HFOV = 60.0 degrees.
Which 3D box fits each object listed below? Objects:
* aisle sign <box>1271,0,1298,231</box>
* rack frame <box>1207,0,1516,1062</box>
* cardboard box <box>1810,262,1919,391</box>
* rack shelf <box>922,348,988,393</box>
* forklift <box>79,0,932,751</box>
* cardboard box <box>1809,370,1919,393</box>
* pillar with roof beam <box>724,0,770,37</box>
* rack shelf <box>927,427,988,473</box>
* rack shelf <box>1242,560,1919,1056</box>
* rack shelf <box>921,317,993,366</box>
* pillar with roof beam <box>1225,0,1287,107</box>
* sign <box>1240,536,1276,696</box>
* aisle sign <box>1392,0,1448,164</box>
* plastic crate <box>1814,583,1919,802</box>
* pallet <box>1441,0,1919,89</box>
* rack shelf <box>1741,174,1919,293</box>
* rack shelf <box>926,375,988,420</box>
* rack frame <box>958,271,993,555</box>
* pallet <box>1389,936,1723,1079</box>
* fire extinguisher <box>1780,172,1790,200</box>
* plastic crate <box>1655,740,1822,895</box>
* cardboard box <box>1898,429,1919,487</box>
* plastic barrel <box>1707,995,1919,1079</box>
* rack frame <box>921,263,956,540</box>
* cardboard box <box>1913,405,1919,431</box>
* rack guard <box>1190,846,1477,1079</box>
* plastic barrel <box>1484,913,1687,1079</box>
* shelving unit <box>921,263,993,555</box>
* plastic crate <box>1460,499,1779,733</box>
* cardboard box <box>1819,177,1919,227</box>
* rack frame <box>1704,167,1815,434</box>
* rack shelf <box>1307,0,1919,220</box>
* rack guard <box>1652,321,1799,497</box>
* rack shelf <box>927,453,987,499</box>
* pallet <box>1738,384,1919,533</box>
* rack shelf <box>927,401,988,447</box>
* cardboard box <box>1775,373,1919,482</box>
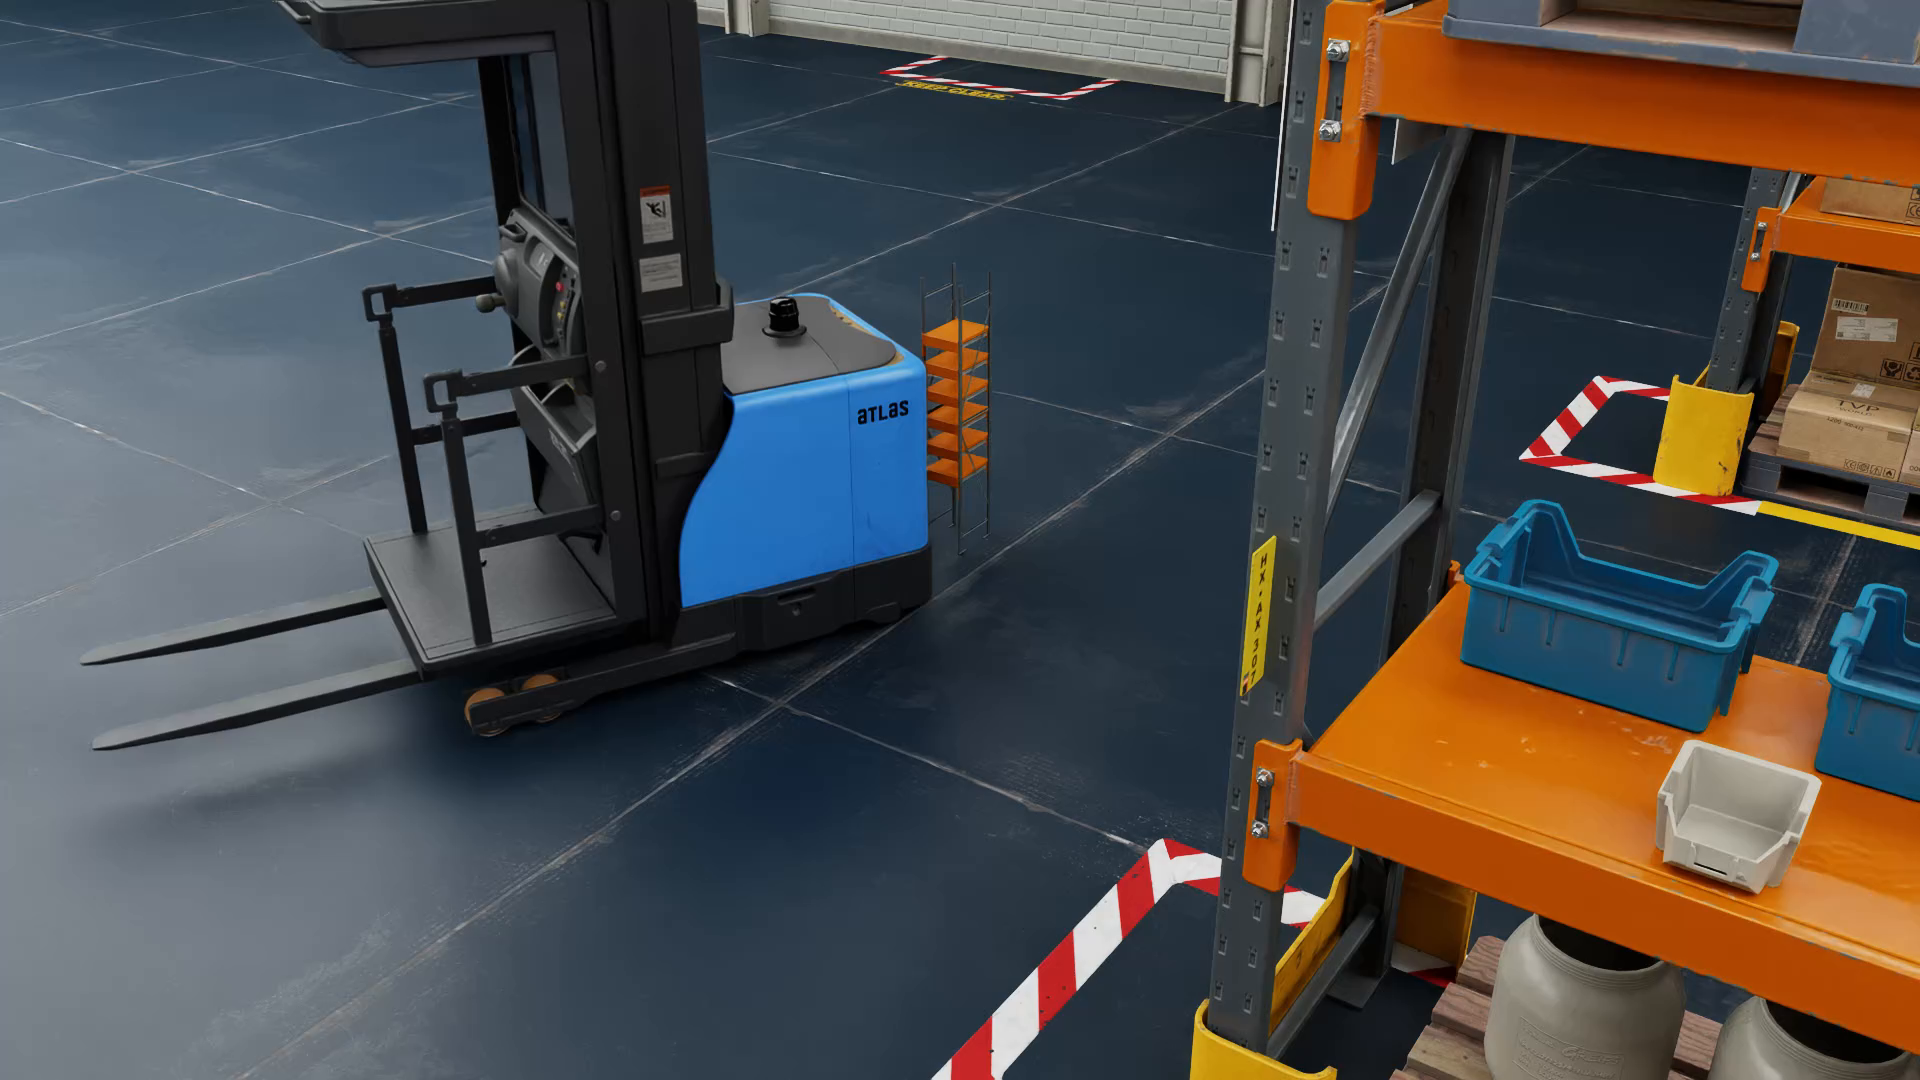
[{"bbox_3d":[0.687,-0.994,3.031,0.004,0.787,0.394,17,32,30],"label":"aisle sign"},{"bbox_3d":[0.913,0.073,3.799,0.127,3.000,1.000,17,32,30],"label":"rack frame"},{"bbox_3d":[4.331,-1.047,7.743,0.500,0.500,0.500,17,32,30],"label":"cardboard box"},{"bbox_3d":[-0.012,-0.713,6.896,0.180,0.103,0.258,17,32,30],"label":"rack shelf"},{"bbox_3d":[-1.655,-0.886,5.758,3.031,2.935,1.130,-14,30,-25],"label":"forklift"},{"bbox_3d":[4.329,-0.712,7.911,0.500,0.250,0.500,17,32,30],"label":"cardboard box"},{"bbox_3d":[-4.740,-7.920,12.891,0.400,9.000,9.100,17,32,30],"label":"pillar with roof beam"},{"bbox_3d":[-0.012,-0.392,7.060,0.180,0.103,0.258,17,32,30],"label":"rack shelf"},{"bbox_3d":[2.561,0.907,2.953,4.000,0.370,1.077,17,32,30],"label":"rack shelf"},{"bbox_3d":[-0.012,-0.820,6.842,0.180,0.103,0.258,17,32,30],"label":"rack shelf"},{"bbox_3d":[0.205,-6.379,9.864,0.400,9.000,9.100,17,32,30],"label":"pillar with roof beam"},{"bbox_3d":[0.598,0.154,3.335,0.005,0.325,0.100,17,32,30],"label":"sign"},{"bbox_3d":[1.021,-1.215,3.464,0.004,0.787,0.394,17,32,30],"label":"aisle sign"},{"bbox_3d":[2.027,0.325,3.468,0.408,0.251,0.499,17,32,30],"label":"plastic crate"},{"bbox_3d":[1.539,-0.931,2.672,1.213,0.211,1.003,17,32,30],"label":"pallet"},{"bbox_3d":[5.369,-0.944,6.590,4.000,0.370,1.077,17,32,30],"label":"rack shelf"},{"bbox_3d":[-0.012,-0.606,6.951,0.180,0.103,0.258,17,32,30],"label":"rack shelf"},{"bbox_3d":[0.063,-0.515,6.939,0.006,1.200,0.240,17,32,30],"label":"rack frame"},{"bbox_3d":[1.668,1.528,4.014,1.213,0.211,1.003,17,32,30],"label":"pallet"},{"bbox_3d":[3.886,-1.947,7.855,0.183,0.674,0.296,17,32,30],"label":"fire extinguisher"},{"bbox_3d":[1.468,0.541,3.171,0.250,0.136,0.298,17,32,30],"label":"plastic crate"},{"bbox_3d":[4.450,-0.392,7.281,0.500,0.250,0.500,17,32,30],"label":"cardboard box"},{"bbox_3d":[1.911,1.264,3.739,0.421,0.512,0.421,0,27,0],"label":"plastic barrel"},{"bbox_3d":[-0.087,-0.562,7.031,0.006,1.200,0.240,17,32,30],"label":"rack frame"},{"bbox_3d":[4.449,-0.725,7.110,0.500,0.500,0.500,17,32,30],"label":"cardboard box"},{"bbox_3d":[1.002,1.189,4.362,0.348,0.500,1.175,17,32,30],"label":"rack guard"},{"bbox_3d":[1.498,1.135,3.992,0.421,0.512,0.421,0,27,0],"label":"plastic barrel"},{"bbox_3d":[-0.012,-0.538,6.985,0.189,1.200,0.258,17,32,30],"label":"shelving unit"},{"bbox_3d":[1.495,0.156,3.800,0.616,0.251,0.499,17,32,30],"label":"plastic crate"},{"bbox_3d":[4.098,-1.698,7.169,0.500,0.500,0.700,17,32,30],"label":"cardboard box"},{"bbox_3d":[3.720,-1.778,7.436,0.127,3.000,1.000,17,32,30],"label":"rack frame"},{"bbox_3d":[2.561,-0.430,2.273,4.000,0.370,1.077,17,32,30],"label":"rack shelf"},{"bbox_3d":[3.700,-0.670,8.015,0.348,0.500,1.175,17,32,30],"label":"rack guard"},{"bbox_3d":[-0.012,-0.285,7.114,0.180,0.103,0.258,17,32,30],"label":"rack shelf"},{"bbox_3d":[4.374,-0.354,7.714,1.213,0.211,1.003,17,32,30],"label":"pallet"},{"bbox_3d":[-0.012,-0.499,7.005,0.180,0.103,0.258,17,32,30],"label":"rack shelf"},{"bbox_3d":[4.036,-0.519,7.531,0.500,0.250,0.500,17,32,30],"label":"cardboard box"}]
